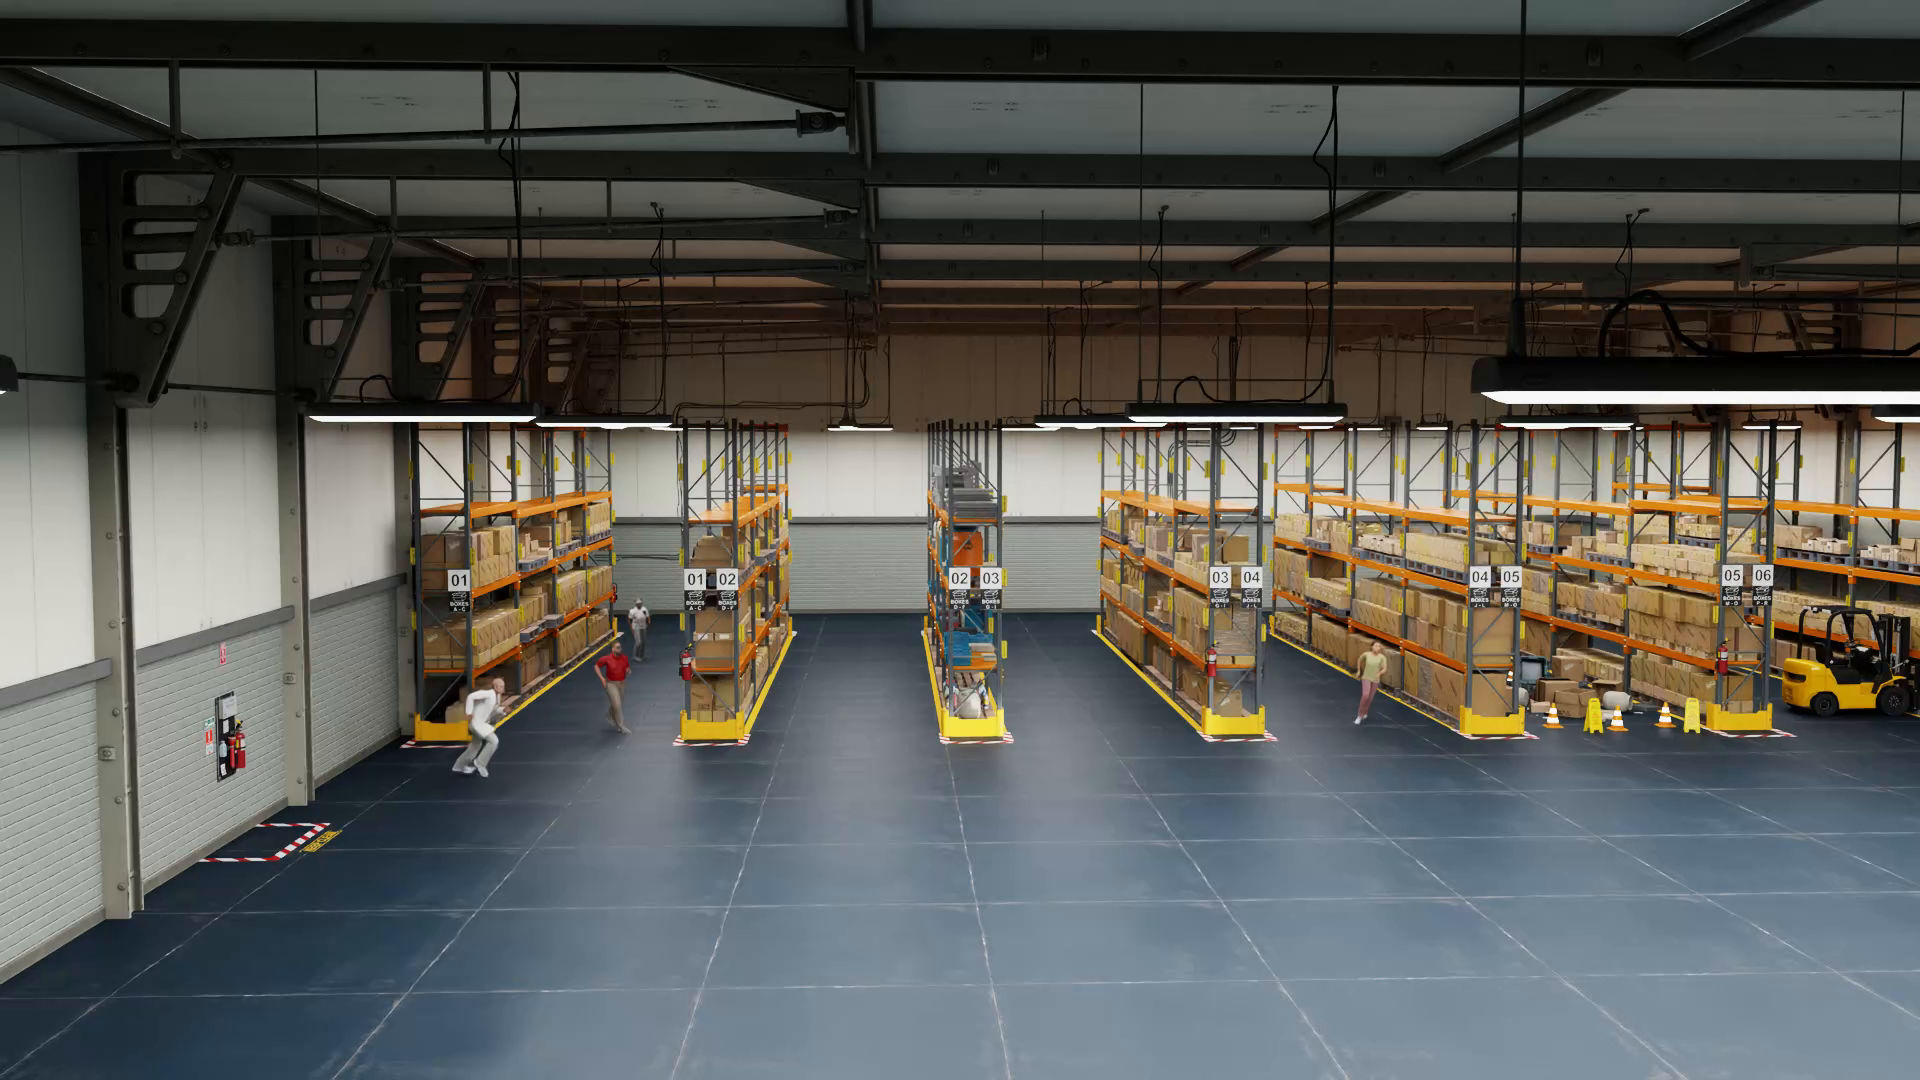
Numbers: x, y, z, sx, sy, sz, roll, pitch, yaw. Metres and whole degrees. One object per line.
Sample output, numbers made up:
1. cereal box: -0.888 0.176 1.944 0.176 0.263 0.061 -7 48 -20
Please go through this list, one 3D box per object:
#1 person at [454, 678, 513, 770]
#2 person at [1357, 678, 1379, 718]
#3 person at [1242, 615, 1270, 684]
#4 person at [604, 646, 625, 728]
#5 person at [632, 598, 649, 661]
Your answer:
1. person: -7.973 3.160 27.692 1.022 1.393 0.753 0 4 8
2. person: 8.051 3.327 32.892 0.444 0.337 0.729 0 4 4
3. person: 6.812 2.508 38.298 0.657 1.595 0.829 0 4 6
4. person: -6.651 2.793 31.903 0.798 1.556 0.432 3 5 42
5. person: -8.091 2.250 42.086 0.576 1.621 0.604 -4 5 -44
